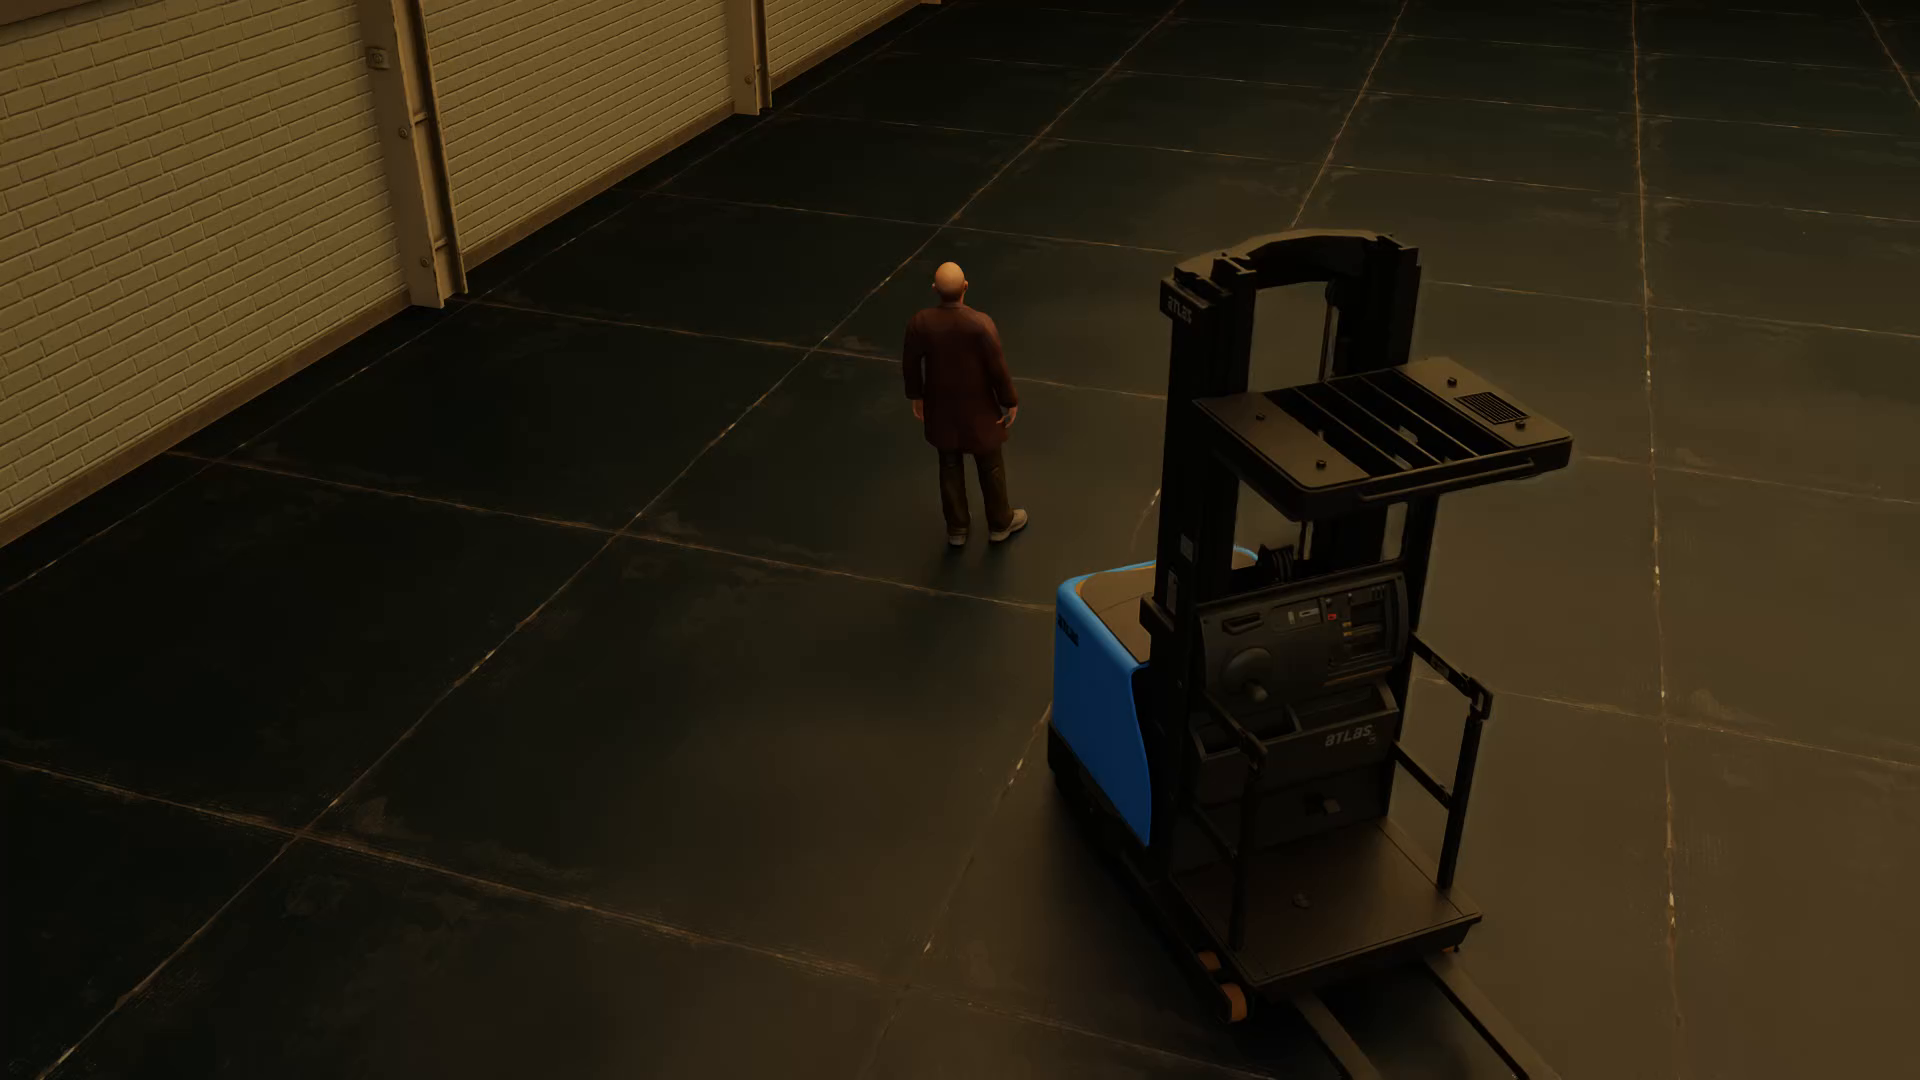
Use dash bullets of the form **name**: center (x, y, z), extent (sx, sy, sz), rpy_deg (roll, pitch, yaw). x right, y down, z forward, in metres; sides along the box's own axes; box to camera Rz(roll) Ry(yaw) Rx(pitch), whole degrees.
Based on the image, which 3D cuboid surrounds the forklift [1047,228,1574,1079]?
- **forklift**: center (1.442, 0.431, 6.380), extent (1.130, 2.935, 3.031), rpy_deg (-11, 32, -19)

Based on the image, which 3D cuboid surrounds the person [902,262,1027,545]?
- **person**: center (0.033, -0.821, 9.727), extent (0.696, 1.778, 0.579), rpy_deg (10, 31, 16)
